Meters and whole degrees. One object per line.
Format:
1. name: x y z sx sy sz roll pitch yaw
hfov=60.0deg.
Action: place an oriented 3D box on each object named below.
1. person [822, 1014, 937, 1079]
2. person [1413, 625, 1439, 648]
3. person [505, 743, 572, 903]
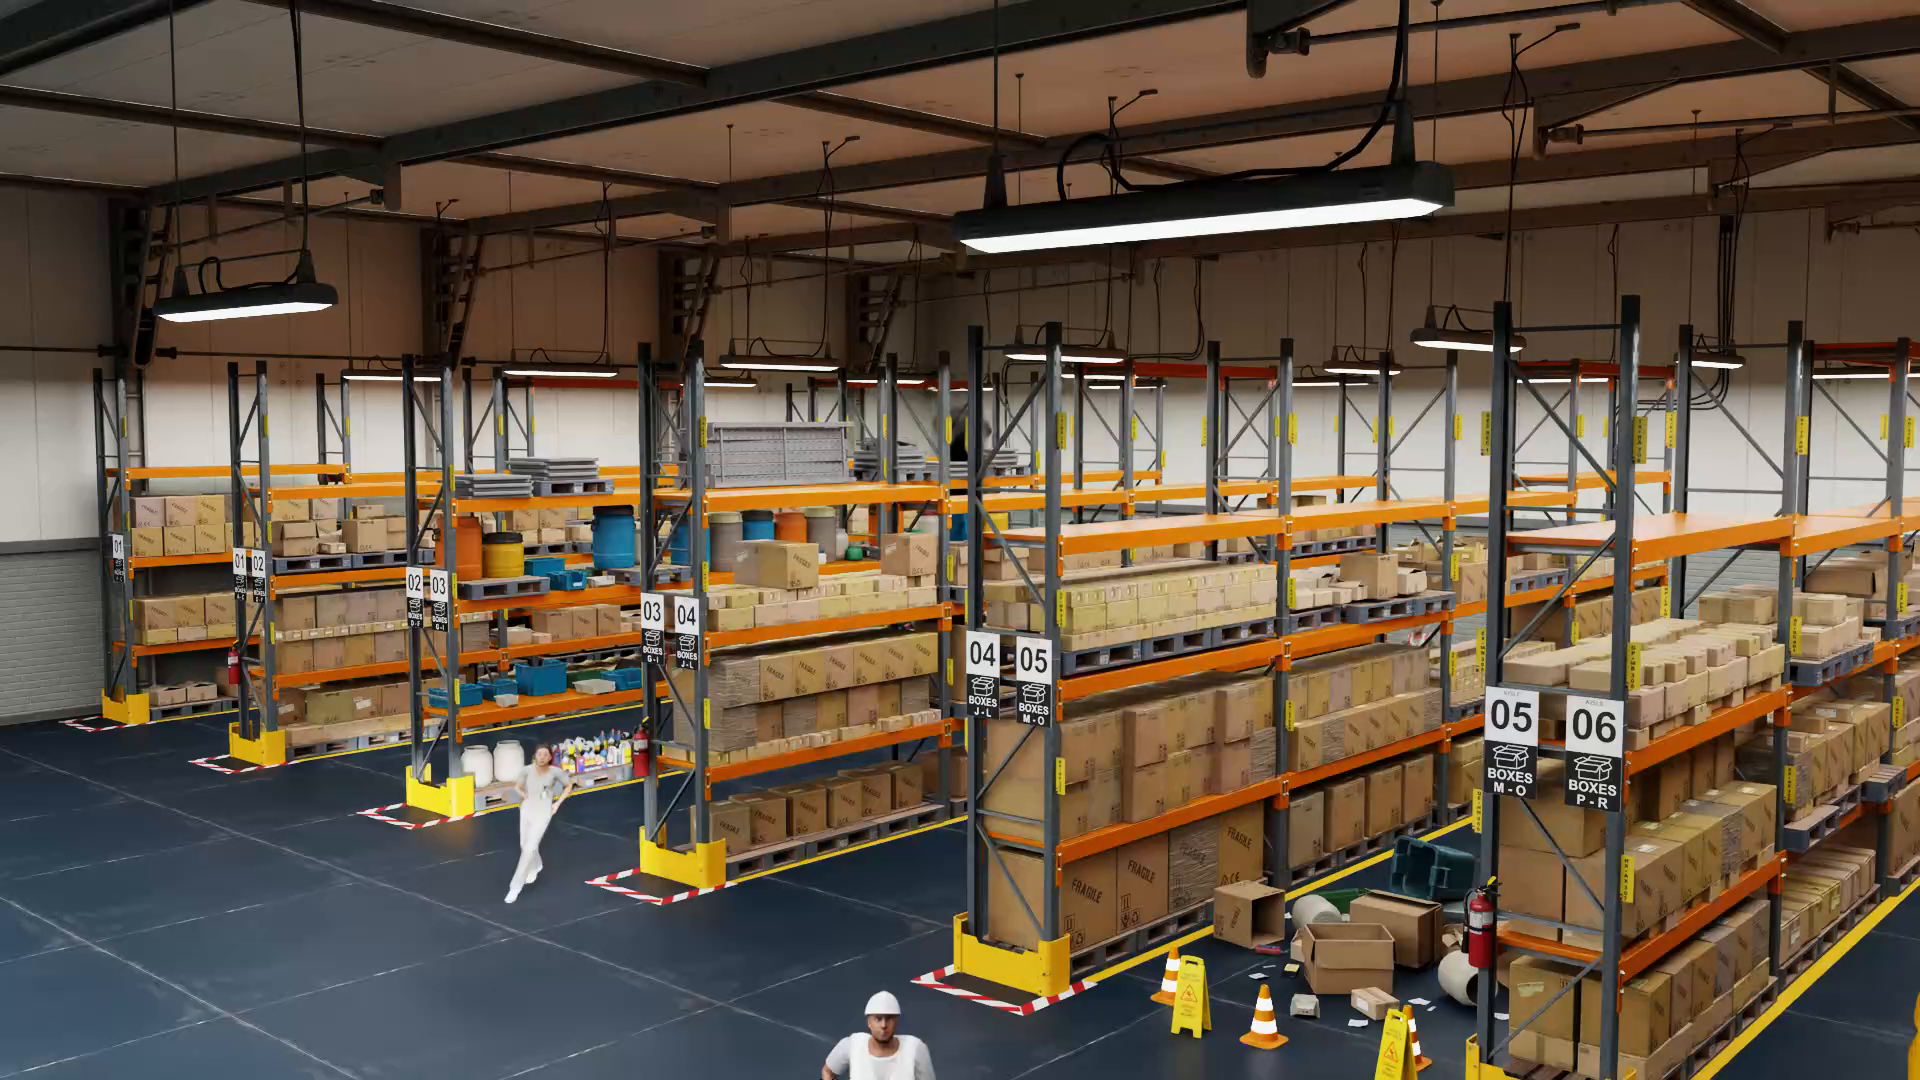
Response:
1. person: -0.461 3.646 9.774 0.669 1.650 0.699 -1 4 -7
2. person: 7.852 2.232 28.446 0.667 1.713 0.816 3 5 31
3. person: -4.545 3.012 18.026 0.591 1.669 0.856 1 4 11
